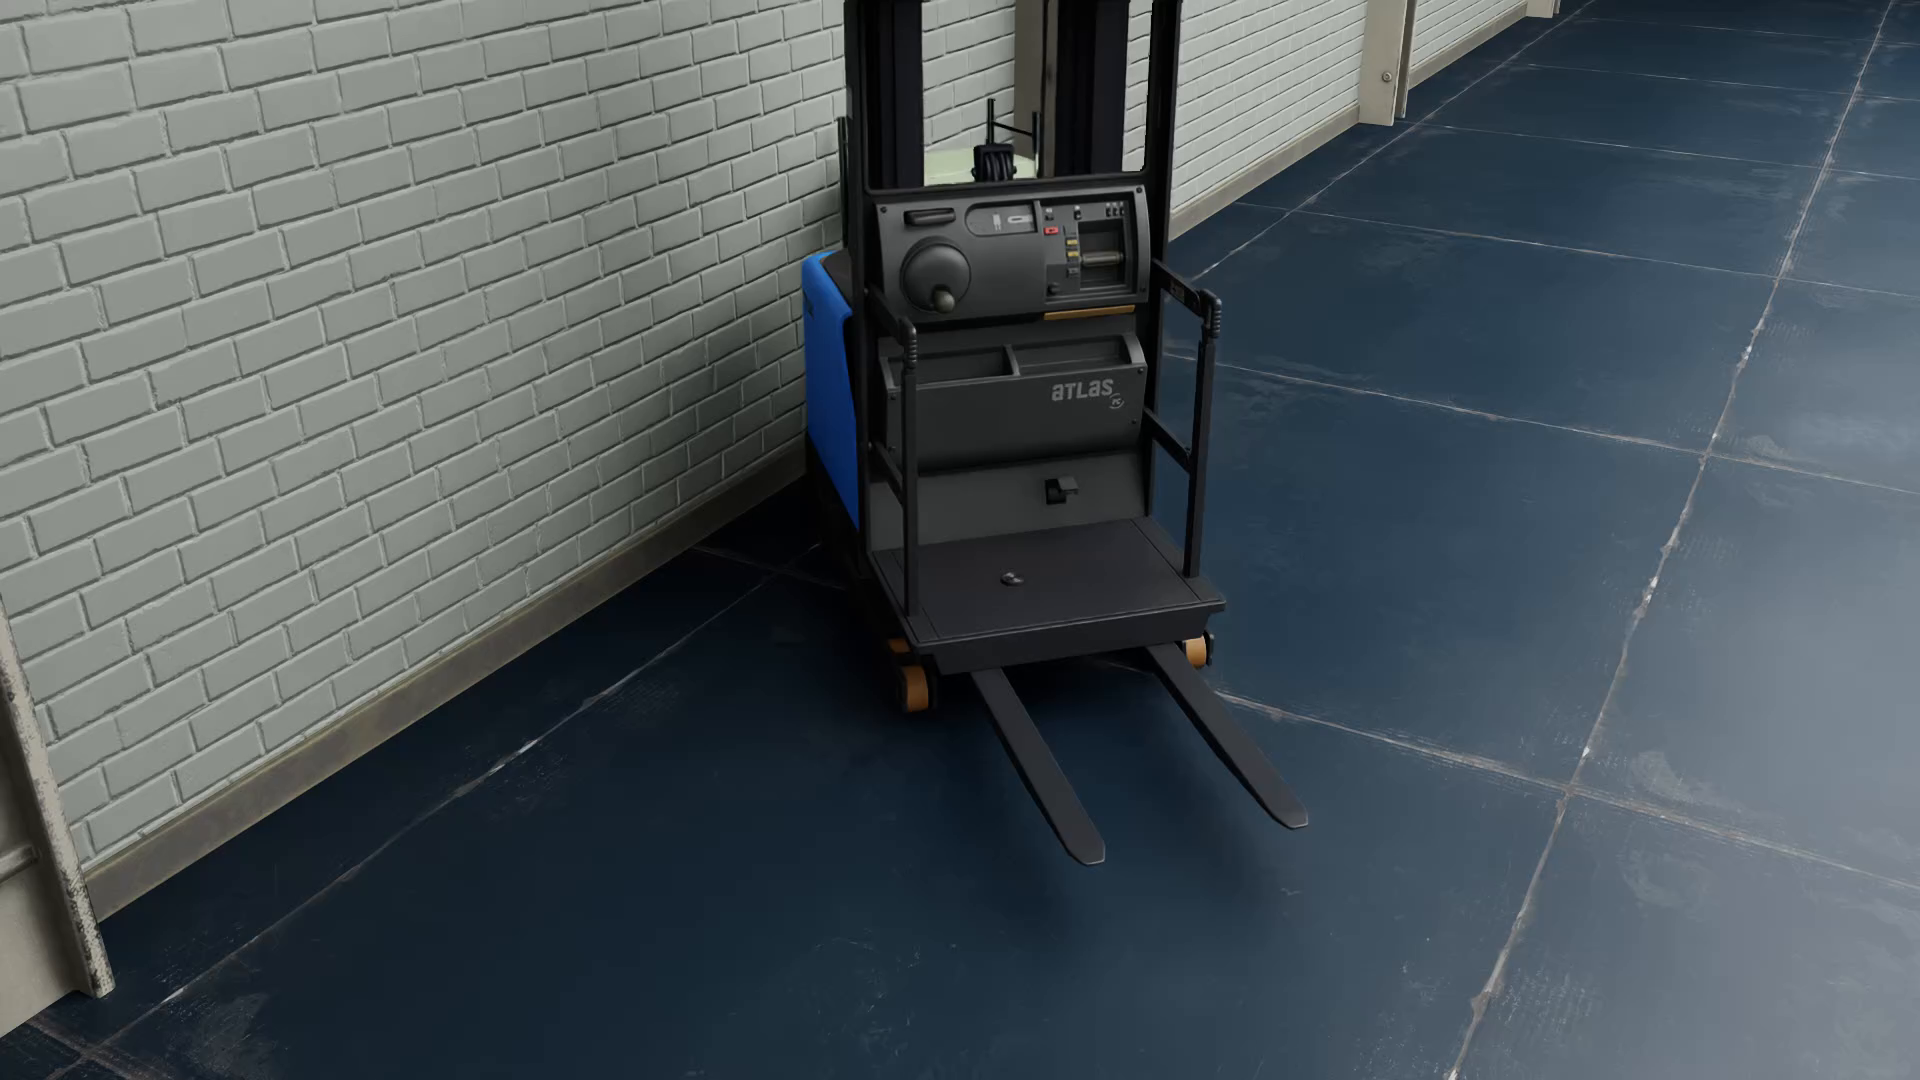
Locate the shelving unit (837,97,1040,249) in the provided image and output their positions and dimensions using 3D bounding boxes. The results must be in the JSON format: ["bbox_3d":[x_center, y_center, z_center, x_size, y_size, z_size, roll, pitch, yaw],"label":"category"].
[{"bbox_3d":[-0.074,-1.100,7.259,0.755,1.500,0.431,-16,29,-28],"label":"shelving unit"}]

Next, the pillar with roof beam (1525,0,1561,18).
[{"bbox_3d":[10.144,-8.869,14.414,9.100,9.000,0.400,14,30,26],"label":"pillar with roof beam"}]

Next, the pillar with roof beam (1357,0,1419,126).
[{"bbox_3d":[7.193,-6.530,9.742,9.100,9.000,0.400,14,30,26],"label":"pillar with roof beam"}]

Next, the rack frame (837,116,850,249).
[{"bbox_3d":[-0.386,-1.014,7.087,0.023,1.500,0.400,-16,29,-28],"label":"rack frame"}]

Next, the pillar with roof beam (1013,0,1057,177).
[{"bbox_3d":[4.241,-4.192,5.071,9.100,9.000,0.400,14,30,26],"label":"pillar with roof beam"}]

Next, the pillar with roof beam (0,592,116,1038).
[{"bbox_3d":[1.289,-1.854,0.400,9.100,9.000,0.400,14,30,26],"label":"pillar with roof beam"}]

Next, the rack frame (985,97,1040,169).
[{"bbox_3d":[0.237,-1.187,7.431,0.023,1.500,0.400,-16,29,-28],"label":"rack frame"}]

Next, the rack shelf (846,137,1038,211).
[{"bbox_3d":[-0.081,-1.453,7.092,0.720,0.370,0.431,-16,29,-28],"label":"rack shelf"}]

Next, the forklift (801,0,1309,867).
[{"bbox_3d":[0.244,-0.924,5.322,1.130,2.935,3.031,-7,27,-14],"label":"forklift"}]
